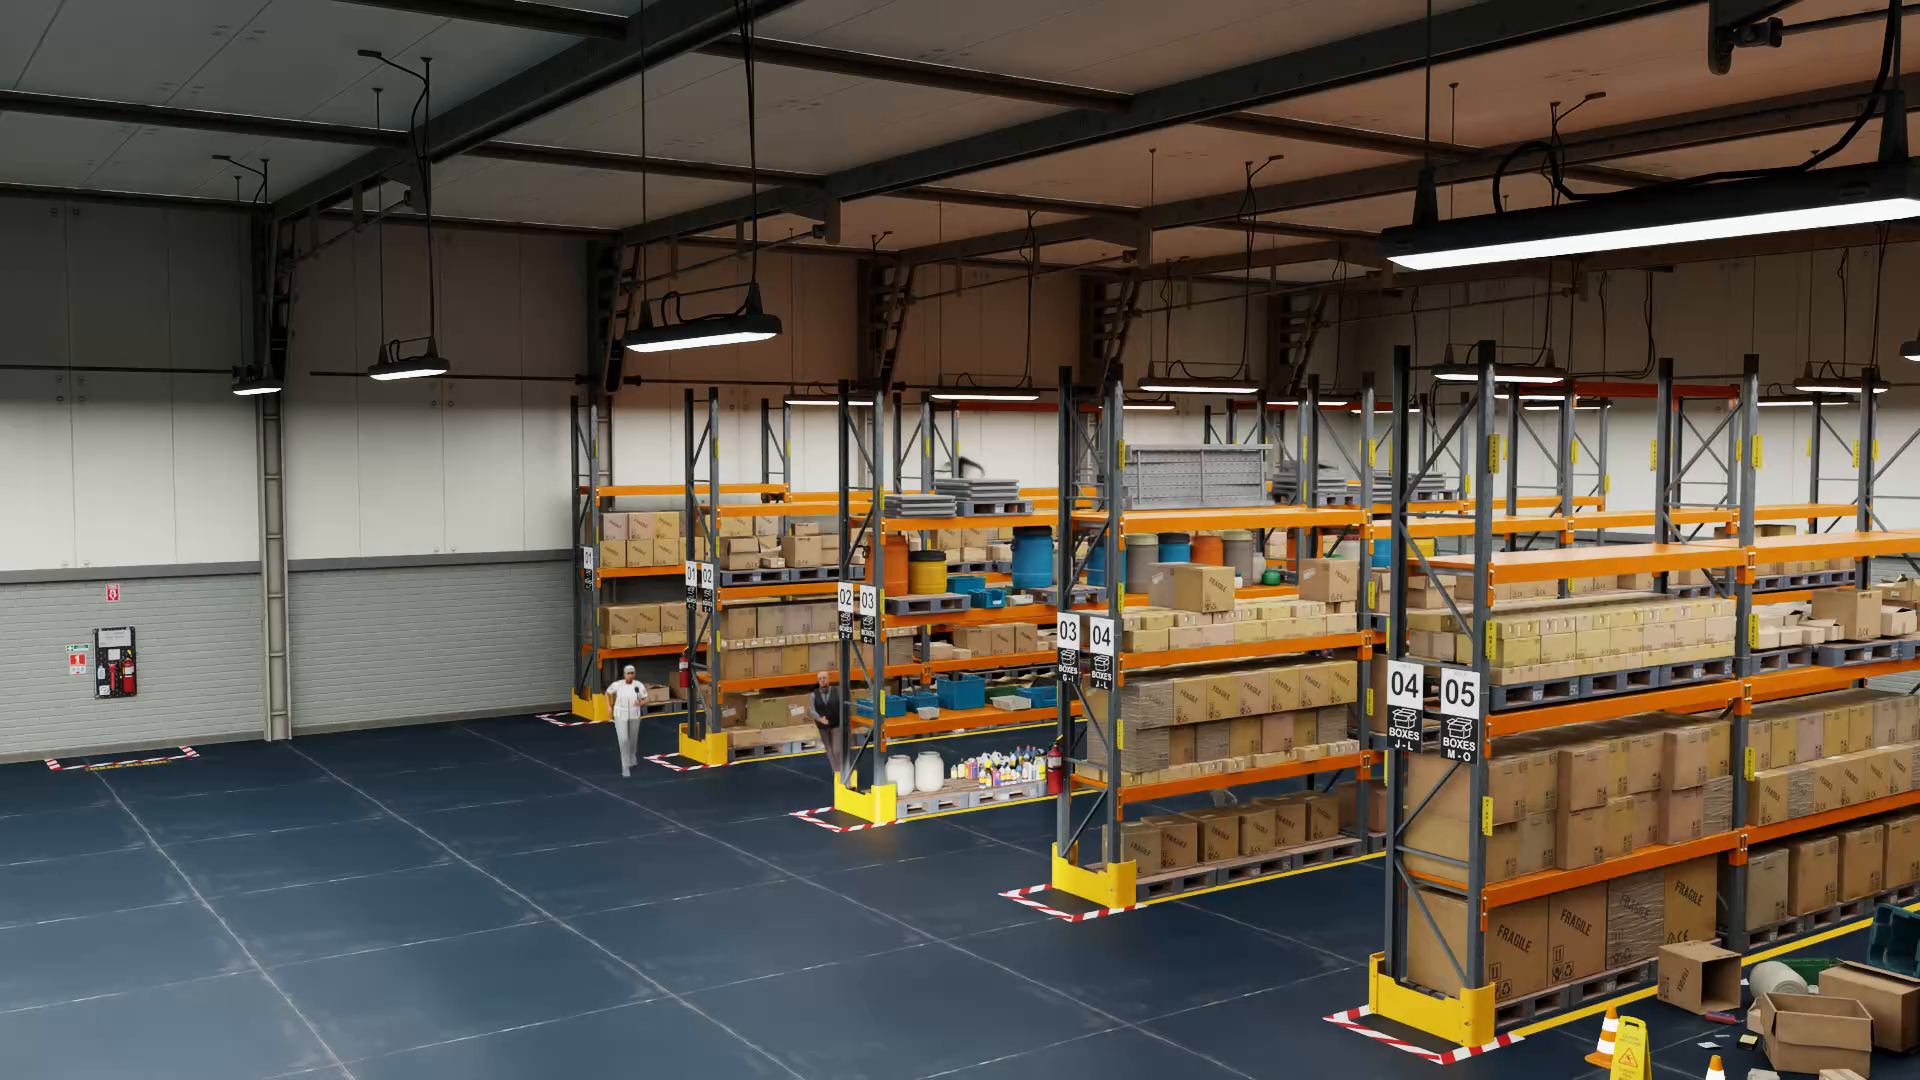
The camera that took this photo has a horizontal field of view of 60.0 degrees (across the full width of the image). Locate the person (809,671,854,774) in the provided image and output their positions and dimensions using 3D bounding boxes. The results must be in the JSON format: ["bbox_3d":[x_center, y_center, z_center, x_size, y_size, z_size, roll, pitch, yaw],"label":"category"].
[{"bbox_3d":[-1.918,2.819,24.750,0.639,1.721,0.719,1,3,9],"label":"person"}]

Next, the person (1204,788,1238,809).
[{"bbox_3d":[3.529,2.998,22.358,0.644,1.638,0.614,-1,4,-22],"label":"person"}]

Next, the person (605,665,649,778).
[{"bbox_3d":[-5.166,2.785,25.821,0.636,1.708,0.894,-1,4,-19],"label":"person"}]

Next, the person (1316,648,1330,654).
[{"bbox_3d":[6.923,2.442,31.669,0.823,1.626,0.533,-2,4,-36],"label":"person"}]
